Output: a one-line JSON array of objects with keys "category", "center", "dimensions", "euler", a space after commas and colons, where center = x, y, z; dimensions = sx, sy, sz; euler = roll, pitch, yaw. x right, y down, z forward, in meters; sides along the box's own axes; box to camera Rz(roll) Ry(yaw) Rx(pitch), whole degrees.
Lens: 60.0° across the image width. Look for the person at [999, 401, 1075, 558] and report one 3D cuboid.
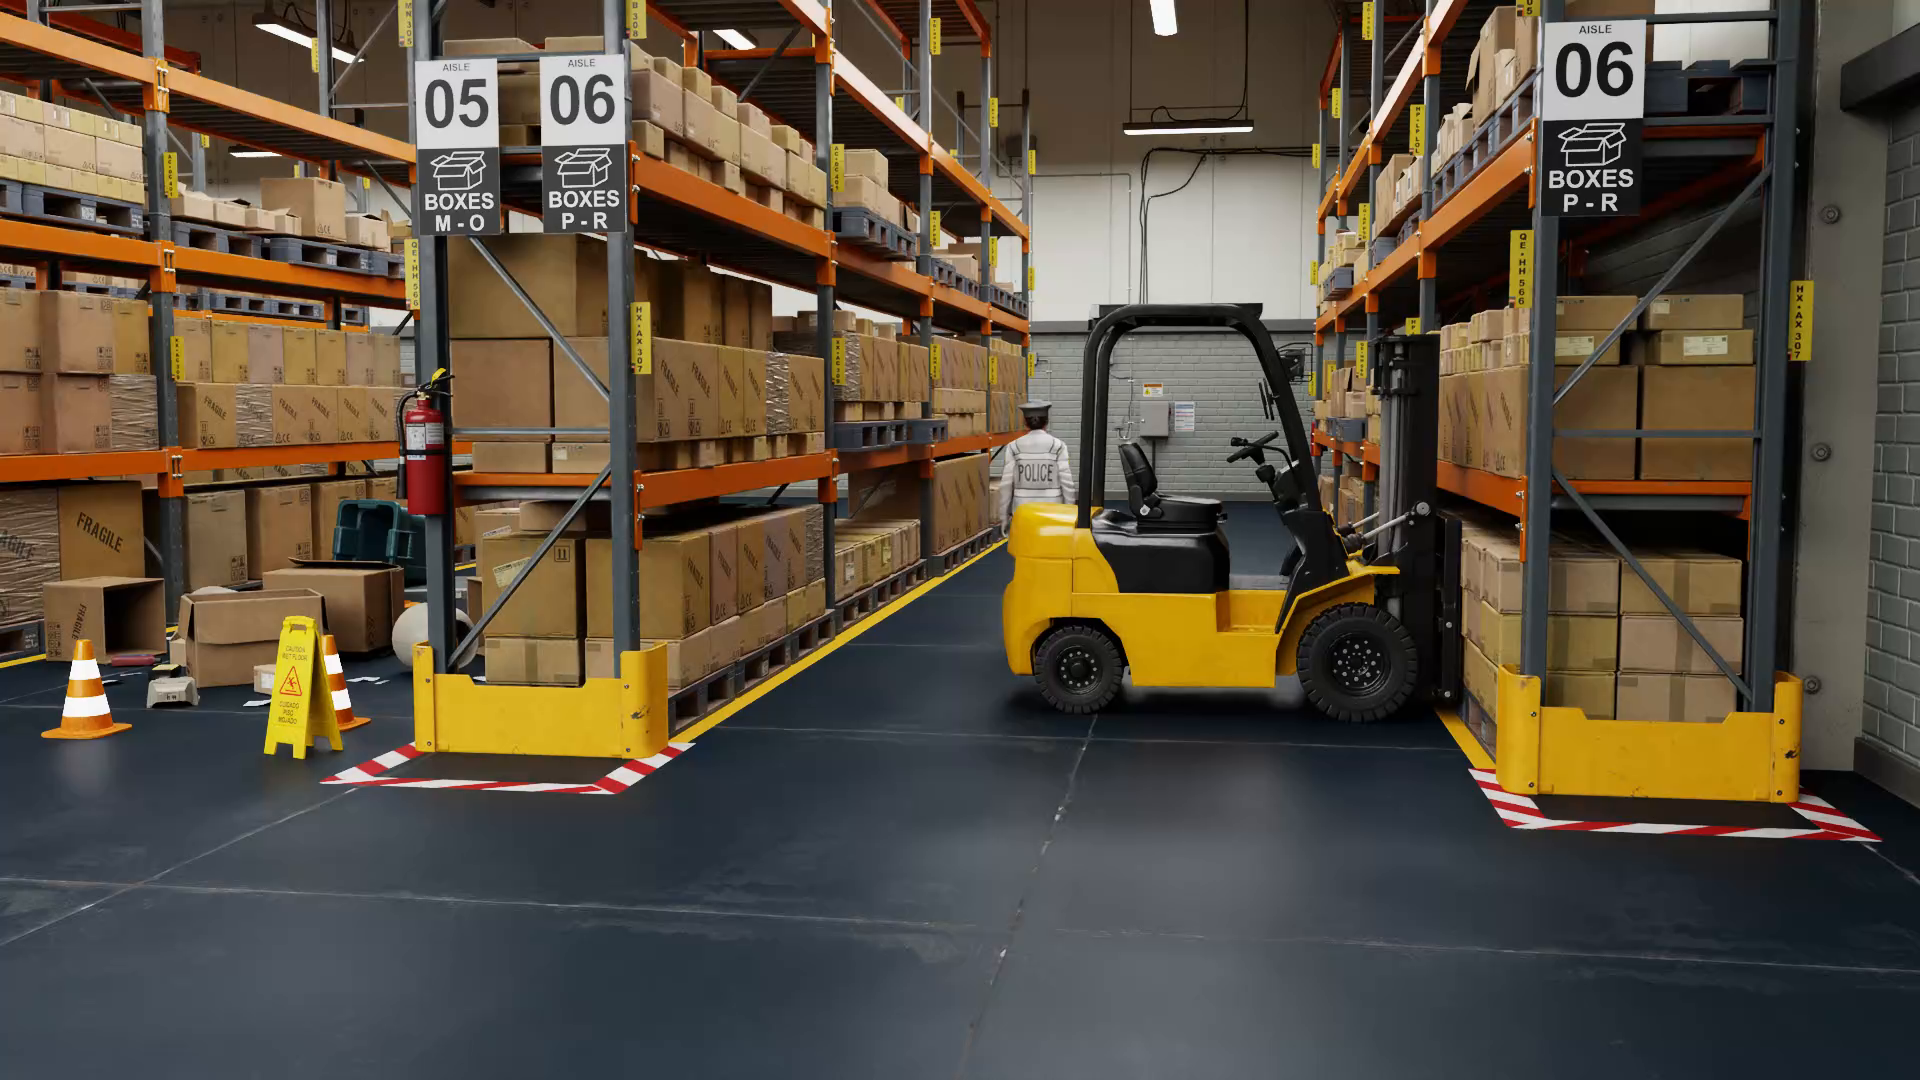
[{"category": "person", "center": [0.540, -0.134, 11.552], "dimensions": [0.536, 1.663, 0.405], "euler": [1, 5, 8]}]
